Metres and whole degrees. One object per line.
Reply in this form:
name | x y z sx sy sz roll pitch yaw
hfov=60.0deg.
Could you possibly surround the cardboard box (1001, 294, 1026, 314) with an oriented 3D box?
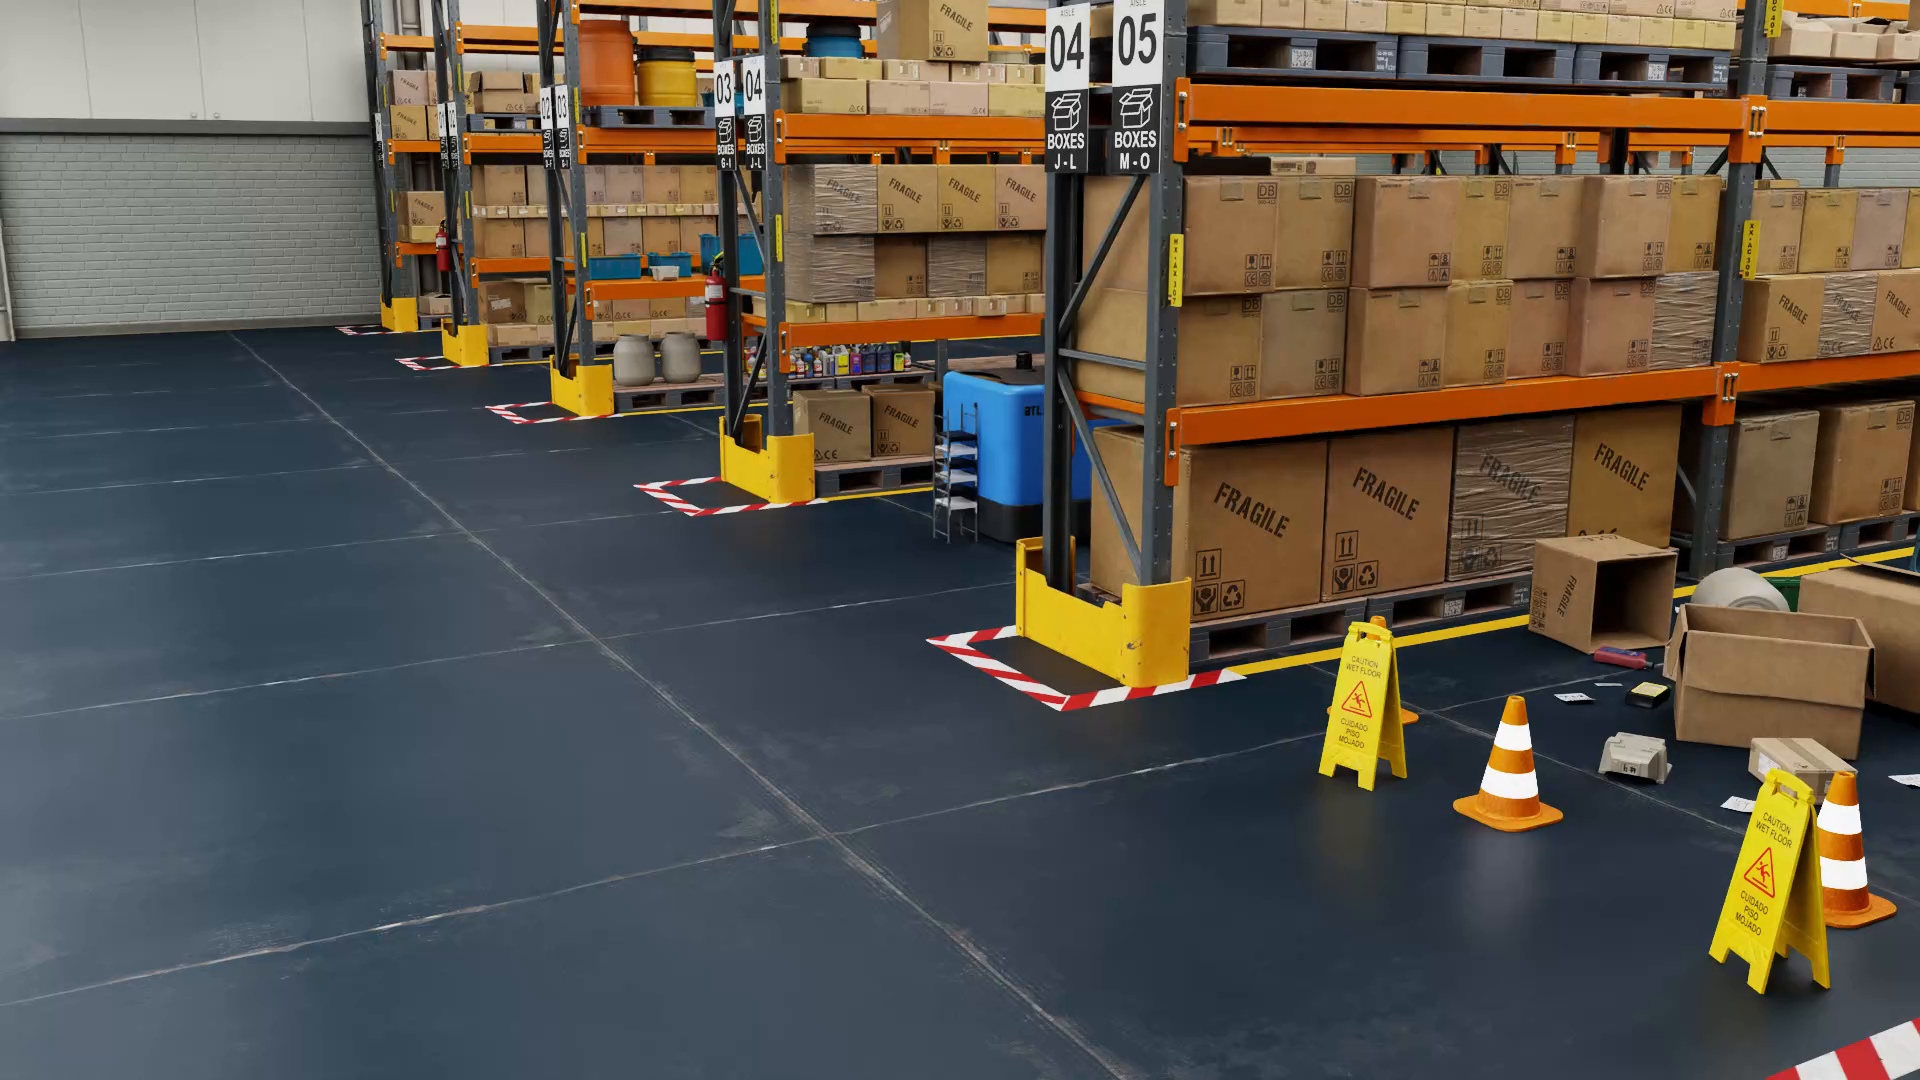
cardboard box | 0.323 -1.901 13.295 0.250 0.149 0.380 -7 14 -28

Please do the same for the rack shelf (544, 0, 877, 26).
rack shelf | -2.178 -5.394 17.130 4.000 0.370 1.077 -7 14 -28

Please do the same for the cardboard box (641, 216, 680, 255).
cardboard box | -4.081 -4.071 22.137 0.500 0.500 0.700 -7 14 -27

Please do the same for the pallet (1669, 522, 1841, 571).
pallet | 4.880 -0.038 10.796 1.213 0.211 1.003 -7 14 -28

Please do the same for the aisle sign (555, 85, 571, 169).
aisle sign | -3.856 -4.007 16.161 0.004 0.787 0.394 -7 14 -28

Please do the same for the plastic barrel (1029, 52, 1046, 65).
plastic barrel | 1.068 -5.164 19.252 0.708 0.901 0.600 -7 14 -28

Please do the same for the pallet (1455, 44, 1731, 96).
pallet | 3.516 -2.639 9.372 1.213 0.211 1.003 -7 14 -28

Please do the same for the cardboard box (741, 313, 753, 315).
cardboard box | -3.095 -2.951 22.696 0.500 0.250 0.500 -7 14 -28

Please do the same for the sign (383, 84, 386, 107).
sign | -8.420 -6.497 24.325 0.005 0.325 0.100 -7 14 -28

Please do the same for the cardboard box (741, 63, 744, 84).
cardboard box | -1.466 -3.522 12.530 0.250 0.149 0.380 -7 14 -28

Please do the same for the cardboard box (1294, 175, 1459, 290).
cardboard box | 2.067 -1.622 8.682 0.550 0.550 0.875 -7 14 -28

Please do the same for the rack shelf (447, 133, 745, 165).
rack shelf | -4.548 -5.081 21.659 4.000 0.370 1.077 -7 14 -28

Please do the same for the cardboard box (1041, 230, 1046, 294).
cardboard box | 0.680 -2.310 13.635 0.500 0.500 0.875 -7 14 -28

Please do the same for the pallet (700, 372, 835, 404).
pallet | -2.104 -1.671 18.055 1.213 0.211 1.003 -7 14 -28

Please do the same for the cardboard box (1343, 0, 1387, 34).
cardboard box | 1.848 -2.530 8.077 0.250 0.149 0.380 -7 14 -27

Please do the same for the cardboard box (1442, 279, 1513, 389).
cardboard box | 2.501 -1.163 9.104 0.500 0.550 0.875 -7 14 -28

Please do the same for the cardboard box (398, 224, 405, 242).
cardboard box | -8.363 -4.735 25.613 0.500 0.250 0.500 -7 14 -27

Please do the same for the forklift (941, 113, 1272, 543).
forklift | 1.424 -1.587 11.484 3.031 2.935 1.130 -6 14 -26

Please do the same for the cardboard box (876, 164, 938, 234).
cardboard box | -0.505 -2.587 12.588 0.500 0.500 0.500 -7 14 -28

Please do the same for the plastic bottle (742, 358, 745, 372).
plastic bottle | -2.438 -1.986 18.285 0.133 0.283 0.061 -6 14 -26

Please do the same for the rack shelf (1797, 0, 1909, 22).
rack shelf | 10.728 -5.702 18.498 4.000 0.370 1.077 -7 14 -28

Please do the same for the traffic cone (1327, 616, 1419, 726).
traffic cone | 1.874 0.574 7.506 0.334 0.463 0.336 -7 14 -28

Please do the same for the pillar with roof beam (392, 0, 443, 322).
pillar with roof beam | -6.418 -7.049 21.937 0.400 9.000 9.100 -7 14 -28

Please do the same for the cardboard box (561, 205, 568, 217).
cardboard box | -5.183 -4.203 21.248 0.250 0.149 0.380 -7 14 -29

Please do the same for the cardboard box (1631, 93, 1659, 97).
cardboard box | 6.678 -4.593 16.669 0.500 0.500 0.500 -6 14 -25

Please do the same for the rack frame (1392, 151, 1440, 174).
rack frame | 7.740 -5.441 28.454 0.127 3.000 1.000 -7 14 -28

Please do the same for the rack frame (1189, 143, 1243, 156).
rack frame | 3.089 -3.644 20.471 0.127 3.000 1.000 -7 14 -28

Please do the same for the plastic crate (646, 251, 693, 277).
plastic crate | -3.065 -2.908 17.536 0.408 0.251 0.499 -7 14 -28

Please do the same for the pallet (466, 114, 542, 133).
pallet | -5.670 -5.247 20.963 1.213 0.211 1.003 -7 14 -28

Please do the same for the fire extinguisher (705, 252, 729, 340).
fire extinguisher | -1.881 -1.887 12.839 0.183 0.674 0.296 -7 14 -28

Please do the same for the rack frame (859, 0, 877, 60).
rack frame | -1.658 -8.480 28.296 0.127 3.000 1.000 -7 14 -28

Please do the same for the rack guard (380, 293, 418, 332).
rack guard | -8.614 -3.500 25.525 0.348 0.500 1.175 -7 14 -28

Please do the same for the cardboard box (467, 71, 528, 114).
cardboard box | -5.797 -5.604 20.837 0.637 0.503 0.797 -6 14 -24

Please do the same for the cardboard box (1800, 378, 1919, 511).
cardboard box | 6.406 -0.691 11.517 0.750 0.750 1.050 -7 14 -27

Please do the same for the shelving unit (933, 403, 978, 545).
shelving unit | -0.032 -0.437 11.001 0.210 0.900 0.258 -6 14 -26

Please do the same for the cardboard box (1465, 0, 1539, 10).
cardboard box | 2.603 -2.832 8.507 0.500 0.250 0.500 -7 14 -28

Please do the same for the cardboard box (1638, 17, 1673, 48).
cardboard box | 3.625 -2.743 9.022 0.250 0.149 0.380 -7 14 -27

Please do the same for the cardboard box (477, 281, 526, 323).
cardboard box | -5.975 -3.101 21.653 0.500 0.500 0.500 -7 14 -28

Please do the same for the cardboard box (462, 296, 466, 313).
cardboard box | -7.529 -3.730 25.974 0.500 0.311 0.500 -6 14 -23

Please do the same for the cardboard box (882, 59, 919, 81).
cardboard box | -0.498 -3.491 12.392 0.250 0.149 0.380 -6 14 -26

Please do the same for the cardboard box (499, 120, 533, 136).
cardboard box | -6.865 -6.386 25.550 0.500 0.500 0.500 -6 14 -24

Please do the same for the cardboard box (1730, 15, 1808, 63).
cardboard box | 4.782 -3.052 10.162 0.500 0.250 0.500 -7 14 -27

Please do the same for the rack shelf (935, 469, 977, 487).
rack shelf | -0.032 -0.404 11.008 0.200 0.077 0.258 -6 14 -26

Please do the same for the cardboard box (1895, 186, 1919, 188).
cardboard box | 6.458 -2.107 11.133 0.500 0.500 0.700 -7 14 -29

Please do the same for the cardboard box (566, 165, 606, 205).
cardboard box | -4.940 -4.601 21.540 0.500 0.500 0.700 -7 14 -28

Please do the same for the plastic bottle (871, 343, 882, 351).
plastic bottle | -0.919 -2.050 18.419 0.185 0.351 0.144 -7 14 -28

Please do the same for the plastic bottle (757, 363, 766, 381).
plastic bottle | -2.102 -1.794 17.619 0.097 0.201 0.097 0 13 0

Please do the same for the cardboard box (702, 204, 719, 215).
cardboard box | -3.375 -4.420 22.213 0.250 0.149 0.380 -7 15 -30

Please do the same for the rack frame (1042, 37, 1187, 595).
rack frame | 0.728 -0.882 8.195 0.127 3.000 1.000 -7 14 -28

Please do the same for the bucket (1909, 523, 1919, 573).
bucket | 5.224 0.012 8.220 0.620 0.611 0.726 8 11 -11

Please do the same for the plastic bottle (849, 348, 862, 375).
plastic bottle | -1.141 -1.944 18.101 0.133 0.283 0.061 -6 14 -24
